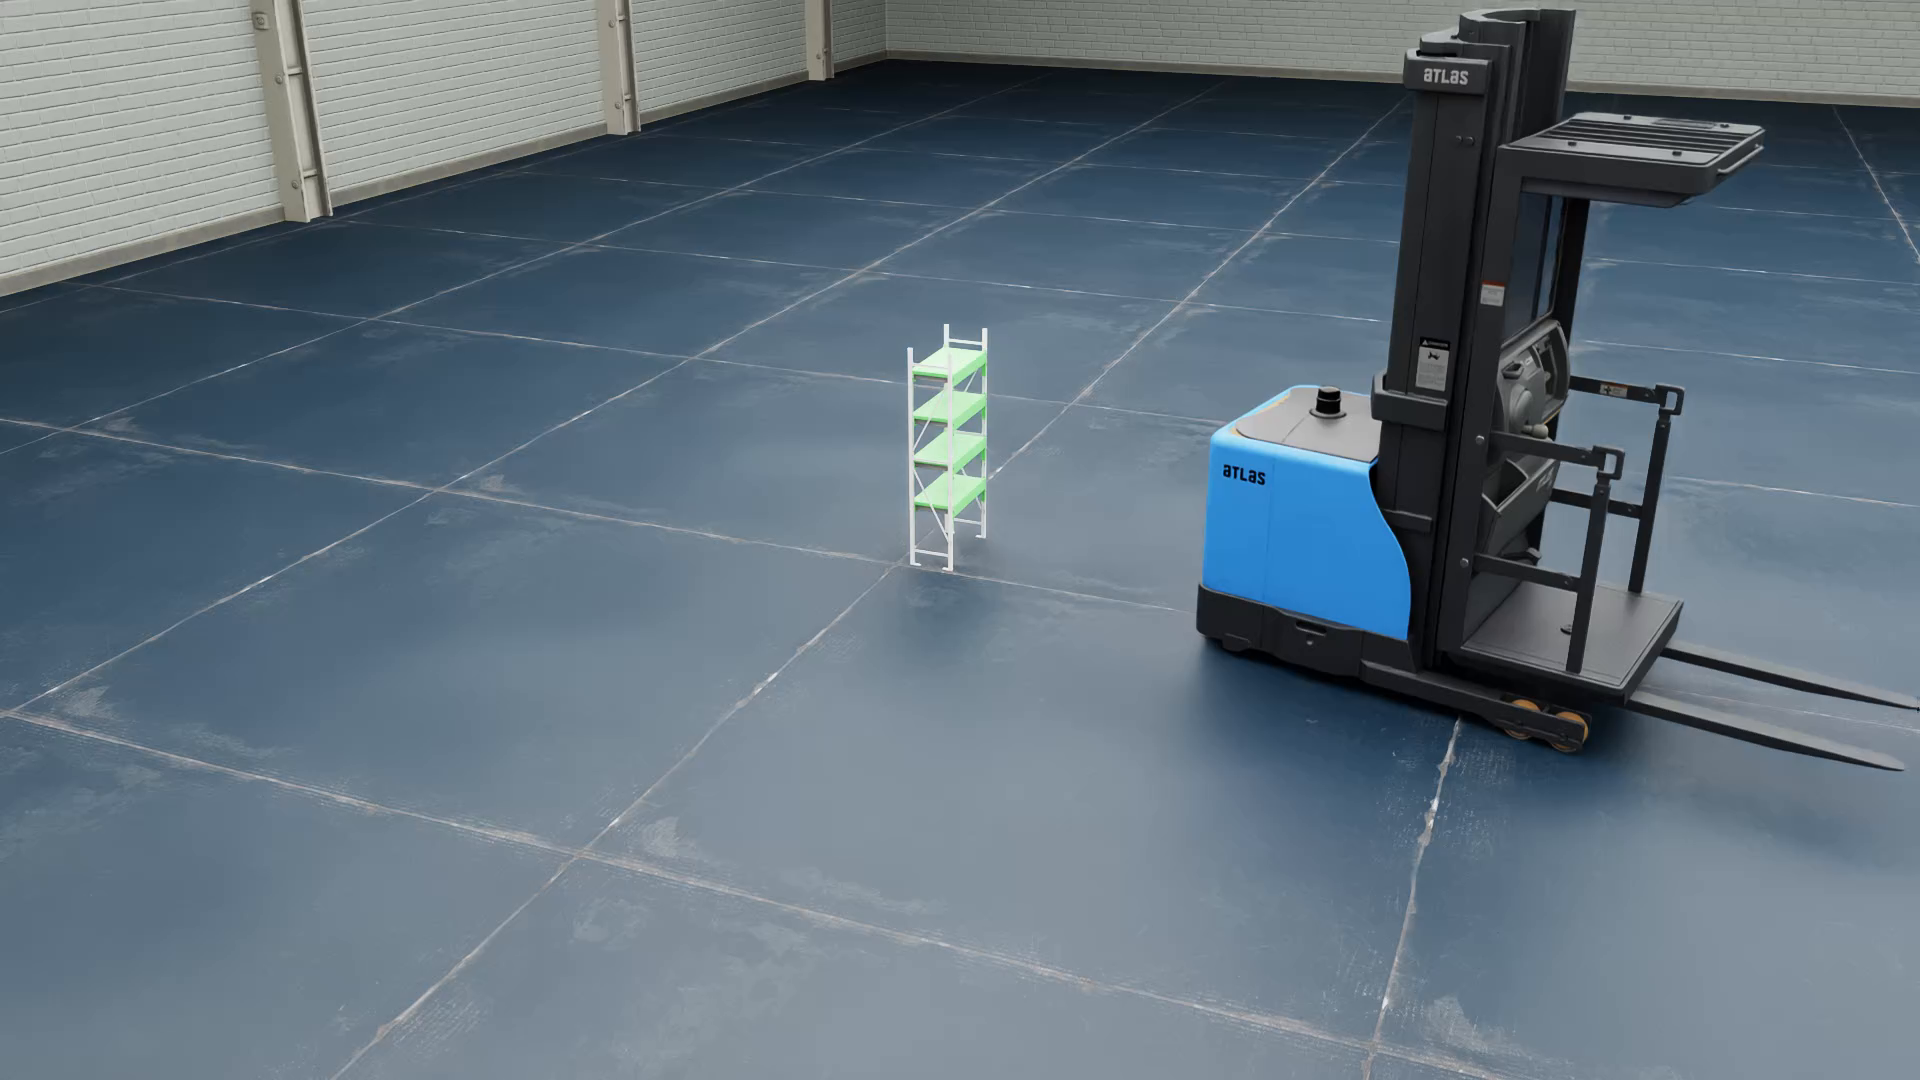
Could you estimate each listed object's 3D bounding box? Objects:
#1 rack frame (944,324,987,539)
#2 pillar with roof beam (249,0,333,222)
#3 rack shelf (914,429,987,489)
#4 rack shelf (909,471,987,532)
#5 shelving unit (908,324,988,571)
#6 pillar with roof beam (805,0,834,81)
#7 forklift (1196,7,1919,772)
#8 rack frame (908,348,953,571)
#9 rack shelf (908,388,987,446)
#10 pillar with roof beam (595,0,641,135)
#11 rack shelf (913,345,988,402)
[{"bbox_3d":[0.029,-0.582,9.086,0.240,1.200,0.015,9,24,20],"label":"rack frame"},{"bbox_3d":[-2.768,-6.884,14.056,9.100,9.000,0.400,9,24,20],"label":"pillar with roof beam"},{"bbox_3d":[-0.061,-0.435,8.902,0.258,0.148,0.480,9,24,20],"label":"rack shelf"},{"bbox_3d":[-0.061,-0.214,8.994,0.258,0.148,0.480,9,24,20],"label":"rack shelf"},{"bbox_3d":[-0.061,-0.494,8.877,0.258,1.200,0.503,9,24,20],"label":"shelving unit"},{"bbox_3d":[1.689,-11.179,24.337,9.100,9.000,0.400,9,24,20],"label":"pillar with roof beam"},{"bbox_3d":[2.643,-0.682,7.080,3.031,2.935,1.130,15,27,32],"label":"forklift"},{"bbox_3d":[-0.152,-0.407,8.668,0.240,1.200,0.015,9,24,20],"label":"rack frame"},{"bbox_3d":[-0.061,-0.657,8.809,0.258,0.148,0.480,9,24,20],"label":"rack shelf"},{"bbox_3d":[-0.539,-9.032,19.197,9.100,9.000,0.400,9,24,20],"label":"pillar with roof beam"},{"bbox_3d":[-0.062,-0.878,8.717,0.258,0.148,0.480,9,24,20],"label":"rack shelf"}]
